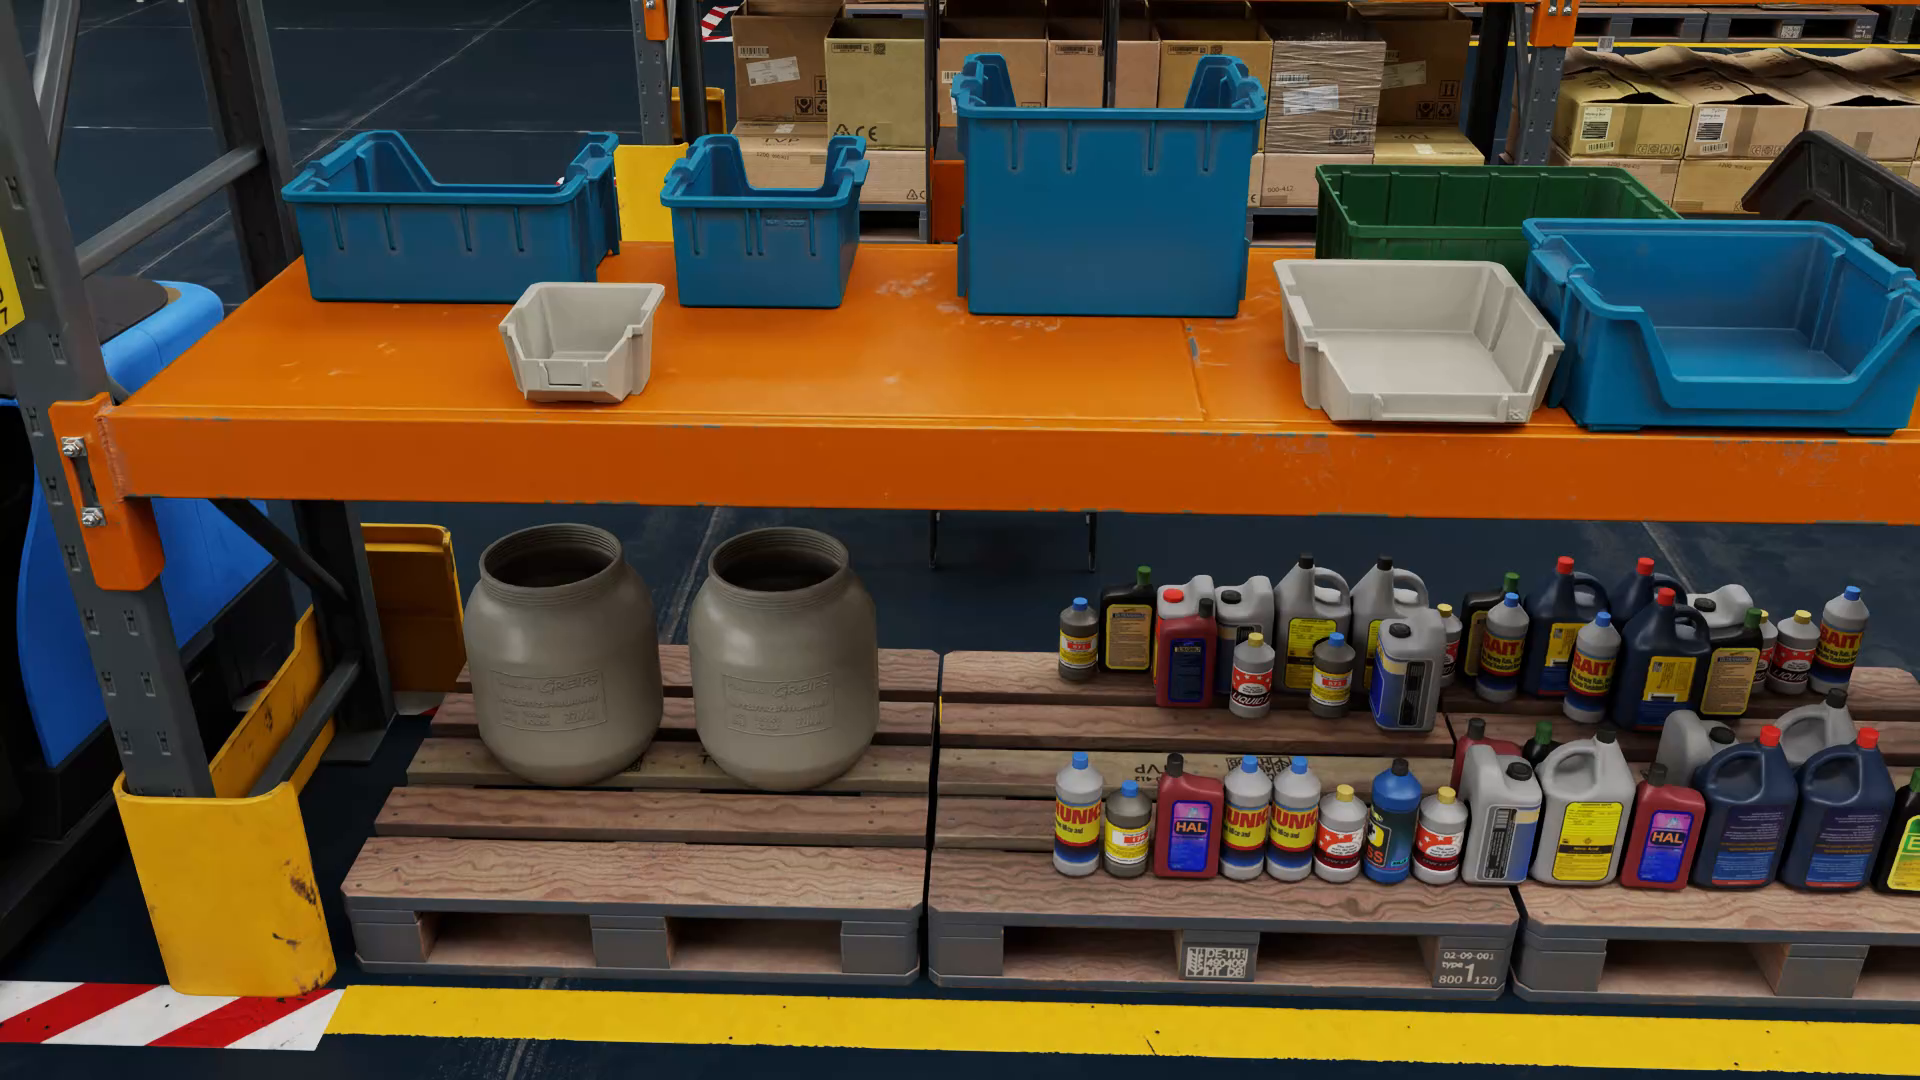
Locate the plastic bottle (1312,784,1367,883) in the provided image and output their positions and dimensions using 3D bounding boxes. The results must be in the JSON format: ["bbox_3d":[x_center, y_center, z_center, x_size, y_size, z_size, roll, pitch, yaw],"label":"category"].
[{"bbox_3d":[0.786,0.598,3.438,0.097,0.201,0.097,0,28,0],"label":"plastic bottle"}]

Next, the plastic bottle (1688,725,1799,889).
[{"bbox_3d":[1.596,0.534,3.399,0.185,0.351,0.144,0,28,-1],"label":"plastic bottle"}]

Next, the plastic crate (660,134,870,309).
[{"bbox_3d":[-0.397,-0.682,3.492,0.408,0.251,0.499,1,28,2],"label":"plastic crate"}]

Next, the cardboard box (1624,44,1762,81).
[{"bbox_3d":[3.555,-2.222,8.127,0.500,0.311,0.500,2,28,3],"label":"cardboard box"}]

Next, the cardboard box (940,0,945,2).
[{"bbox_3d":[0.051,-4.210,12.390,0.500,0.311,0.500,3,28,6],"label":"cardboard box"}]

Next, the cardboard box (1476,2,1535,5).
[{"bbox_3d":[4.045,-4.301,12.360,0.500,0.500,0.700,0,28,1],"label":"cardboard box"}]

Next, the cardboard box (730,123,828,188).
[{"bbox_3d":[-0.850,-1.805,7.940,0.500,0.250,0.500,1,28,2],"label":"cardboard box"}]

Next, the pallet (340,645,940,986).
[{"bbox_3d":[-0.667,0.598,3.897,1.213,0.211,1.003,1,28,2],"label":"pallet"}]

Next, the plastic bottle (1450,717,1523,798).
[{"bbox_3d":[1.114,0.504,3.527,0.133,0.283,0.061,1,28,2],"label":"plastic bottle"}]

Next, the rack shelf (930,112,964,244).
[{"bbox_3d":[0.165,-0.913,4.759,0.480,0.518,0.431,1,28,2],"label":"rack shelf"}]

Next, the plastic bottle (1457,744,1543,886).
[{"bbox_3d":[1.111,0.557,3.435,0.135,0.276,0.152,1,28,3],"label":"plastic bottle"}]

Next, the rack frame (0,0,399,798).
[{"bbox_3d":[-1.556,-0.629,3.234,0.127,3.000,1.000,1,28,2],"label":"rack frame"}]

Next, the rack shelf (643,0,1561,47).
[{"bbox_3d":[0.621,-2.597,7.714,4.000,0.370,1.077,1,28,2],"label":"rack shelf"}]

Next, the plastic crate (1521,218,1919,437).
[{"bbox_3d":[1.326,-0.389,2.939,0.616,0.251,0.499,1,28,2],"label":"plastic crate"}]

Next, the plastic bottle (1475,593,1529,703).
[{"bbox_3d":[1.312,0.252,4.015,0.097,0.271,0.097,0,28,0],"label":"plastic bottle"}]

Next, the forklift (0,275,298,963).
[{"bbox_3d":[-2.553,-0.343,2.768,1.130,2.935,3.031,4,28,7],"label":"forklift"}]

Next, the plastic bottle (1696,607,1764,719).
[{"bbox_3d":[1.811,0.290,3.932,0.133,0.283,0.061,1,28,2],"label":"plastic bottle"}]

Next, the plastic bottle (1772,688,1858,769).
[{"bbox_3d":[1.792,0.470,3.520,0.185,0.351,0.144,1,28,2],"label":"plastic bottle"}]

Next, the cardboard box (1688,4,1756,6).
[{"bbox_3d":[5.556,-4.275,12.310,0.500,0.500,0.700,1,28,2],"label":"cardboard box"}]

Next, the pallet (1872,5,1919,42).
[{"bbox_3d":[7.574,-3.854,12.295,1.213,0.211,1.003,1,28,2],"label":"pallet"}]

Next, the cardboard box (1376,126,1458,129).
[{"bbox_3d":[2.167,-2.002,8.311,0.500,0.250,0.500,1,28,2],"label":"cardboard box"}]

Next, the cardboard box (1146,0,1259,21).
[{"bbox_3d":[1.168,-2.354,8.175,0.500,0.500,0.500,1,28,2],"label":"cardboard box"}]

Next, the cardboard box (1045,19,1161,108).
[{"bbox_3d":[0.649,-2.111,7.716,0.500,0.500,0.500,1,28,2],"label":"cardboard box"}]

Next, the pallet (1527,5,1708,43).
[{"bbox_3d":[4.791,-3.937,12.452,1.213,0.211,1.003,1,28,2],"label":"pallet"}]

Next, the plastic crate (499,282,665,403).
[{"bbox_3d":[-0.673,-0.347,2.984,0.250,0.136,0.298,1,28,2],"label":"plastic crate"}]

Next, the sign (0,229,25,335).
[{"bbox_3d":[-1.580,-0.494,2.684,0.005,0.325,0.100,1,28,2],"label":"sign"}]

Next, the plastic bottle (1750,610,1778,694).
[{"bbox_3d":[1.935,0.265,4.065,0.097,0.201,0.097,0,28,0],"label":"plastic bottle"}]

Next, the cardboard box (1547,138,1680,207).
[{"bbox_3d":[3.014,-1.730,7.797,0.500,0.250,0.500,0,28,1],"label":"cardboard box"}]

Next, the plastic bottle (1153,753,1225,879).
[{"bbox_3d":[0.470,0.565,3.413,0.133,0.283,0.061,1,28,3],"label":"plastic bottle"}]

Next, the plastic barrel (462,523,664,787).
[{"bbox_3d":[-0.896,0.260,3.766,0.421,0.512,0.421,0,28,0],"label":"plastic barrel"}]

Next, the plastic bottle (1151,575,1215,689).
[{"bbox_3d":[0.545,0.222,4.067,0.135,0.276,0.152,1,28,2],"label":"plastic bottle"}]

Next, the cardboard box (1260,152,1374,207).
[{"bbox_3d":[1.649,-1.770,7.875,0.500,0.250,0.500,1,28,2],"label":"cardboard box"}]

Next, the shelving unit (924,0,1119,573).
[{"bbox_3d":[0.165,-0.925,4.753,0.503,2.100,0.431,1,28,2],"label":"shelving unit"}]

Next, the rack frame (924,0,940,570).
[{"bbox_3d":[-0.078,-0.929,4.761,0.015,2.100,0.400,1,28,2],"label":"rack frame"}]

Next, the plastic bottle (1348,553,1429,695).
[{"bbox_3d":[1.036,0.195,4.038,0.185,0.351,0.144,1,28,1],"label":"plastic bottle"}]

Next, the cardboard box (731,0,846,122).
[{"bbox_3d":[-0.831,-2.380,8.224,0.500,0.500,0.500,1,28,2],"label":"cardboard box"}]

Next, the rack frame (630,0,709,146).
[{"bbox_3d":[-1.378,-2.948,7.608,0.127,3.000,1.000,1,28,2],"label":"rack frame"}]

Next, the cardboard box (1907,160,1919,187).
[{"bbox_3d":[4.551,-1.704,7.750,0.500,0.250,0.500,1,28,3],"label":"cardboard box"}]

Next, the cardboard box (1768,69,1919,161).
[{"bbox_3d":[4.041,-1.958,7.629,0.500,0.311,0.500,0,28,0],"label":"cardboard box"}]

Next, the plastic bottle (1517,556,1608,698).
[{"bbox_3d":[1.461,0.202,4.024,0.185,0.351,0.144,0,28,0],"label":"plastic bottle"}]

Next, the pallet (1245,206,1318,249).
[{"bbox_3d":[1.826,-1.682,8.198,1.213,0.211,1.003,1,28,2],"label":"pallet"}]

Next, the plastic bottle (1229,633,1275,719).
[{"bbox_3d":[0.698,0.316,3.969,0.097,0.201,0.097,0,28,0],"label":"plastic bottle"}]
